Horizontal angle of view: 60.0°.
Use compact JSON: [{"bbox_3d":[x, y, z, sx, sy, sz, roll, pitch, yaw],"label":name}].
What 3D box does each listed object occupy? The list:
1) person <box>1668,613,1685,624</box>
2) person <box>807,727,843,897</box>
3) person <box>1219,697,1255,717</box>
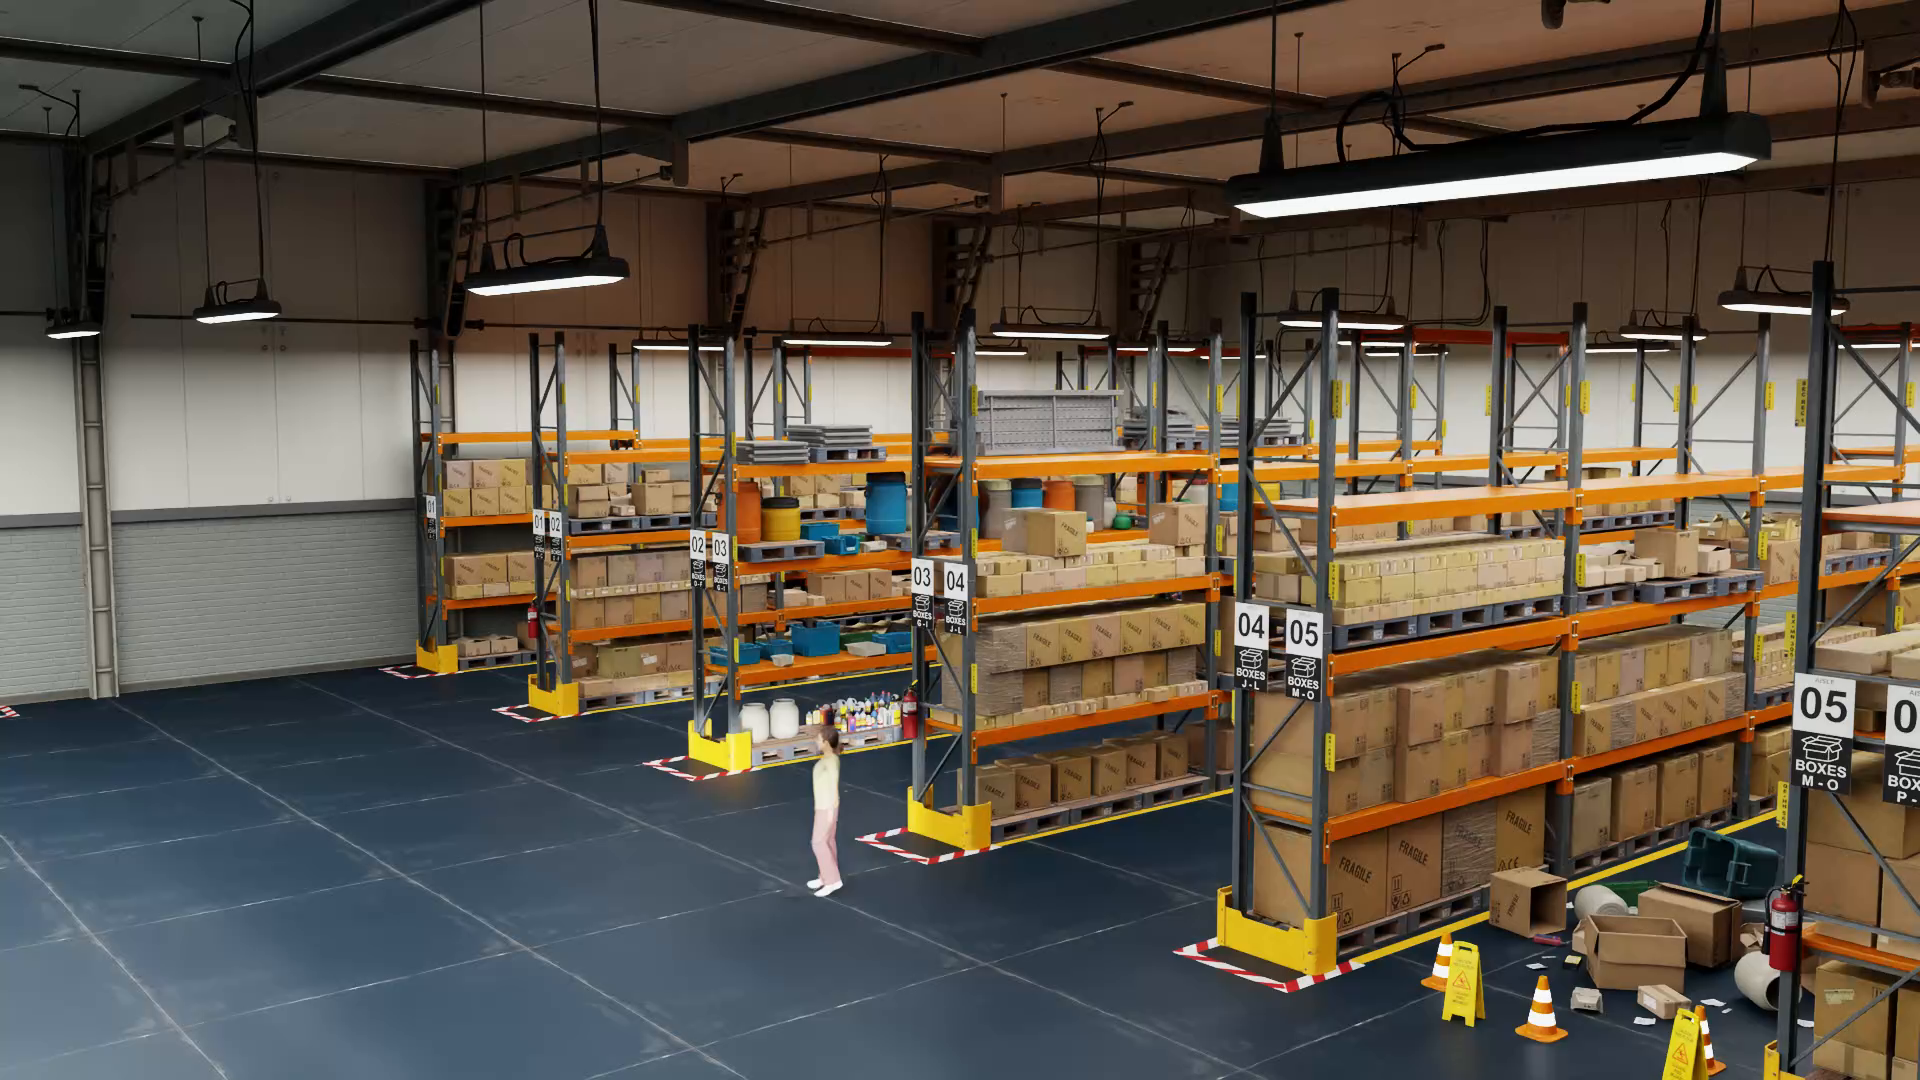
[{"bbox_3d":[11.323,1.898,26.378,0.983,1.635,0.475,-5,7,-42],"label":"person"},{"bbox_3d":[-1.377,2.763,17.027,0.383,1.700,0.479,-1,5,-5],"label":"person"},{"bbox_3d":[4.181,2.029,24.777,0.940,1.775,0.533,-4,7,-39],"label":"person"}]
